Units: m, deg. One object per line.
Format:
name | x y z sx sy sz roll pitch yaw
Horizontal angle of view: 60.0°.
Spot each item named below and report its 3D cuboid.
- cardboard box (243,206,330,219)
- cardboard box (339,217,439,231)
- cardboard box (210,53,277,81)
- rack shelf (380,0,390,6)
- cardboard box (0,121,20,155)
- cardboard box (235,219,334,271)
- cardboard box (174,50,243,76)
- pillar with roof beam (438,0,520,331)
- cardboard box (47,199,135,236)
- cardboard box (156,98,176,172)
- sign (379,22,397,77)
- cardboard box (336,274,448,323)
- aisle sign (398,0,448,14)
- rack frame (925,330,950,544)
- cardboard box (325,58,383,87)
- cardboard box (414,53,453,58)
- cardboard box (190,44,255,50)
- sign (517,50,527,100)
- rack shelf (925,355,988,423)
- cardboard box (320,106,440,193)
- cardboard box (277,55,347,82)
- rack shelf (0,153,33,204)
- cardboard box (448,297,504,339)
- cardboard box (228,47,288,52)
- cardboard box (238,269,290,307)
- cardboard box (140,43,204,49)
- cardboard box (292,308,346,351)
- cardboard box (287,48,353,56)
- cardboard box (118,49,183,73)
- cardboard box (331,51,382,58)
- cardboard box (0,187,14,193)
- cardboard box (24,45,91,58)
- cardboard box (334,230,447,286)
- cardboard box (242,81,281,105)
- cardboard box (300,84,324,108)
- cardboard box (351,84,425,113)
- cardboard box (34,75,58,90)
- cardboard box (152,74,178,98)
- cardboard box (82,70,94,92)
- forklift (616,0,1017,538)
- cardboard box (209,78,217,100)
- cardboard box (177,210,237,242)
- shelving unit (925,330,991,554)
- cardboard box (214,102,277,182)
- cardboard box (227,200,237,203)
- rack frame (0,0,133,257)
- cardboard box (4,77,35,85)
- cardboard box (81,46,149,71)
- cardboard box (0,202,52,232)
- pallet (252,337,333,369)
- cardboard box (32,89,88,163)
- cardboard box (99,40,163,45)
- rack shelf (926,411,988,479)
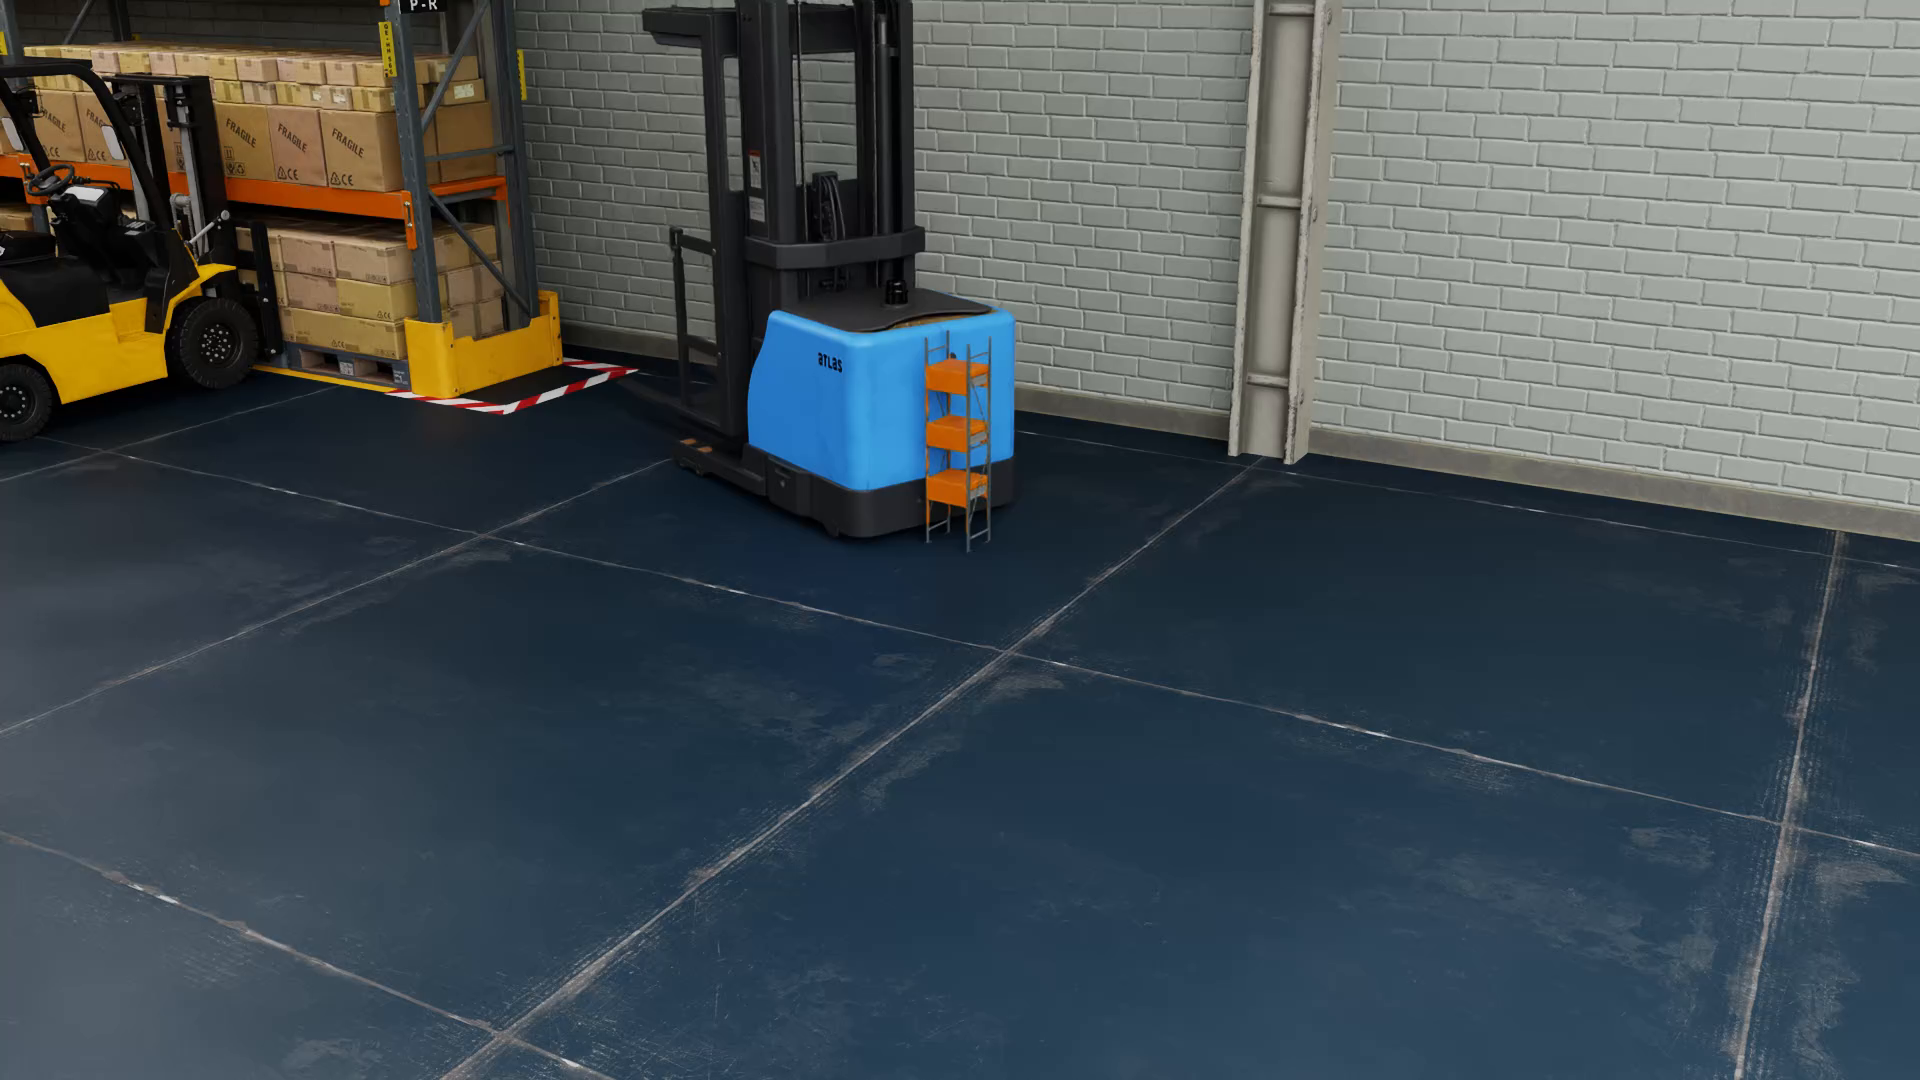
cardboard box | -4.898 -2.302 12.264 0.500 0.250 0.500 10 22 26
cardboard box | -4.022 -2.129 11.785 0.500 0.250 0.500 11 23 27
cardboard box | -4.836 -3.207 11.272 0.250 0.149 0.380 11 23 28
rack shelf | -5.003 -3.940 11.485 4.000 0.370 1.077 11 23 27
cardboard box | -7.317 -3.136 12.832 0.500 0.250 0.500 11 23 29
cardboard box | -4.705 -2.058 11.591 0.500 0.250 0.500 11 23 28
cardboard box | -5.226 -3.324 11.597 0.250 0.149 0.380 11 23 28
pillar with roof beam | -5.525 -4.458 7.459 0.400 9.000 9.100 11 23 27
cardboard box | -6.480 -2.402 12.538 0.500 0.250 0.500 10 22 26
cardboard box | -5.584 -2.931 11.899 0.500 0.500 0.500 11 22 27
sign | -3.534 -3.032 10.280 0.005 0.325 0.100 11 23 27
cardboard box | -3.834 -1.663 11.235 0.500 0.250 0.500 10 22 27
aisle sign | -3.343 -3.659 10.242 0.004 0.787 0.394 11 23 27
rack frame | -0.110 -0.501 8.208 0.008 1.050 0.200 13 24 32
cardboard box | -3.903 -3.056 10.857 0.250 0.149 0.380 11 23 27
cardboard box | -3.648 -3.210 11.281 0.250 0.149 0.380 12 23 29
cardboard box | -5.421 -3.563 12.255 0.250 0.149 0.380 10 22 26
sign | -2.981 -3.144 11.248 0.005 0.325 0.100 11 23 27
rack shelf | -0.009 -0.735 8.051 0.240 0.259 0.215 13 24 32
cardboard box | -3.815 -2.586 10.950 0.500 0.500 0.500 10 22 26
cardboard box | -4.326 -3.155 11.130 0.250 0.149 0.380 11 23 28
rack shelf | -8.495 -3.195 13.830 4.000 0.370 1.077 11 23 27
cardboard box | -3.590 -1.580 11.739 0.500 0.250 0.500 11 23 28
cardboard box | -5.015 -3.455 11.958 0.250 0.149 0.380 12 23 29
cardboard box | -4.728 -1.830 11.693 0.500 0.250 0.500 10 22 26
cardboard box | -5.887 -3.635 12.454 0.250 0.149 0.380 11 22 27
cardboard box | -4.251 -1.510 11.546 0.500 0.250 0.500 11 23 27
cardboard box | -4.528 -3.395 11.792 0.250 0.149 0.380 10 22 26
cardboard box | -5.702 -3.386 11.768 0.250 0.149 0.380 10 22 26
cardboard box | -4.104 -3.286 11.490 0.250 0.149 0.380 11 23 28
cardboard box | -8.541 -2.621 14.059 0.625 0.625 0.875 10 22 25
cardboard box | -6.616 -3.551 12.222 0.250 0.149 0.380 11 23 28
cardboard box | -3.811 -1.894 11.138 0.500 0.250 0.500 12 23 29
cardboard box | -4.598 -3.032 11.226 0.250 0.149 0.380 10 22 26
cardboard box | -4.131 -2.957 11.020 0.250 0.149 0.380 11 23 28
cardboard box | -3.696 -2.862 10.758 0.250 0.149 0.380 11 23 28
cardboard box | -6.599 -3.421 12.301 0.250 0.149 0.380 10 22 26
cardboard box | -5.496 -3.200 11.690 0.250 0.149 0.380 10 22 26
cardboard box | -6.131 -3.344 12.087 0.250 0.149 0.380 11 23 27
forklift | -0.991 -1.827 9.102 1.130 2.935 3.031 -14 24 -34
cardboard box | -5.002 -3.136 11.514 0.250 0.149 0.380 11 22 27
cardboard box | -5.598 -2.234 12.076 0.500 0.250 0.500 12 23 29
shelving unit | -0.009 -0.478 8.144 0.252 1.050 0.215 13 24 32
cardboard box | -4.711 -2.760 11.430 0.500 0.500 0.500 10 22 26
cardboard box | -5.775 -2.472 12.730 0.500 0.250 0.500 10 22 27
rack frame | -6.749 -3.201 12.790 0.127 3.000 1.000 11 23 27
cardboard box | -7.156 -3.543 12.637 0.250 0.149 0.380 12 23 29
cardboard box | -6.116 -3.495 12.067 0.250 0.149 0.380 10 22 26
cardboard box | -7.210 -2.365 13.354 0.625 0.625 0.875 12 23 30
pallet | -5.006 -1.543 12.308 1.213 0.211 1.003 11 23 27
cardboard box | -6.489 -3.096 12.356 0.500 0.500 0.500 10 22 26
cardboard box | -6.323 -3.729 12.714 0.250 0.149 0.380 11 23 27
rack shelf | -0.009 -0.468 8.147 0.240 0.259 0.215 13 24 32
